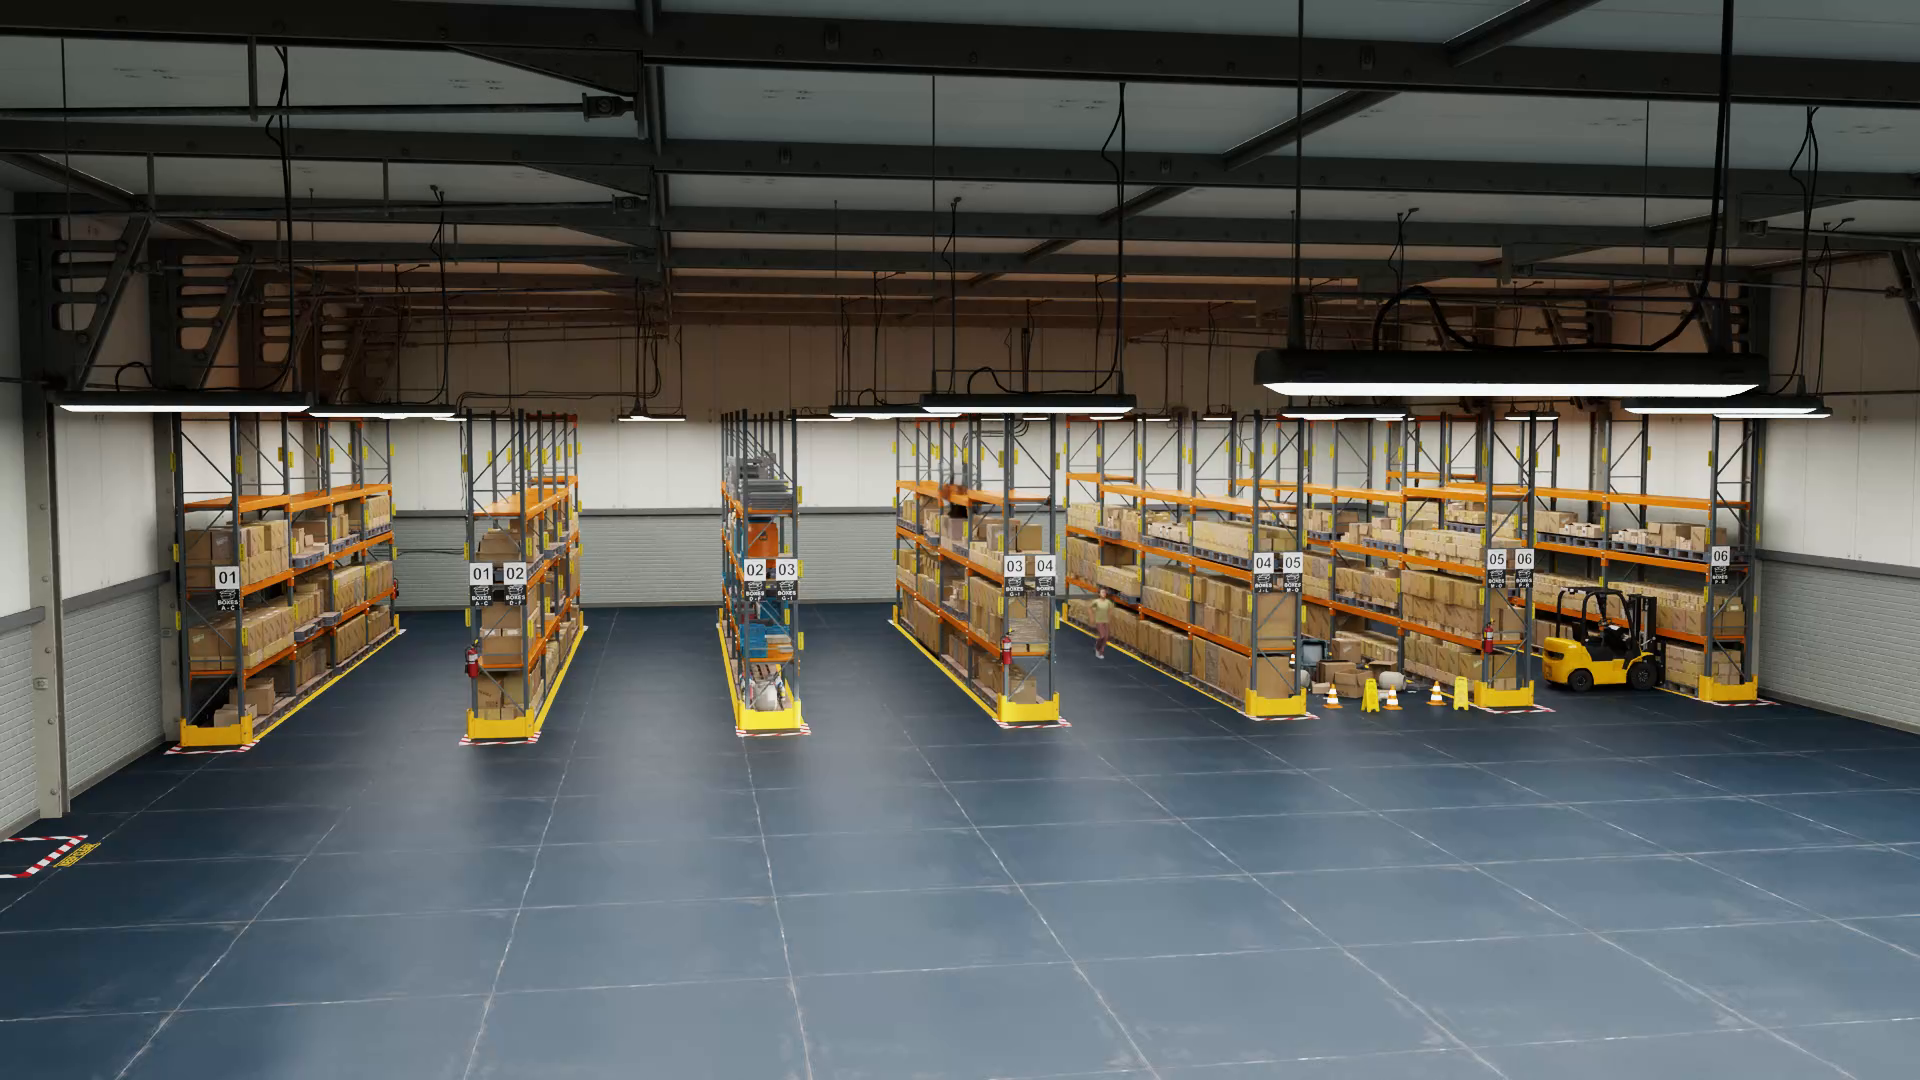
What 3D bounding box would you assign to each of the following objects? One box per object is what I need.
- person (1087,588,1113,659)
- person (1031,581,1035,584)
[{"bbox_3d":[3.296,1.931,38.436,0.566,1.653,0.549,-1,4,-19],"label":"person"},{"bbox_3d":[2.213,1.541,48.975,0.455,1.566,0.568,-3,5,-39],"label":"person"}]
